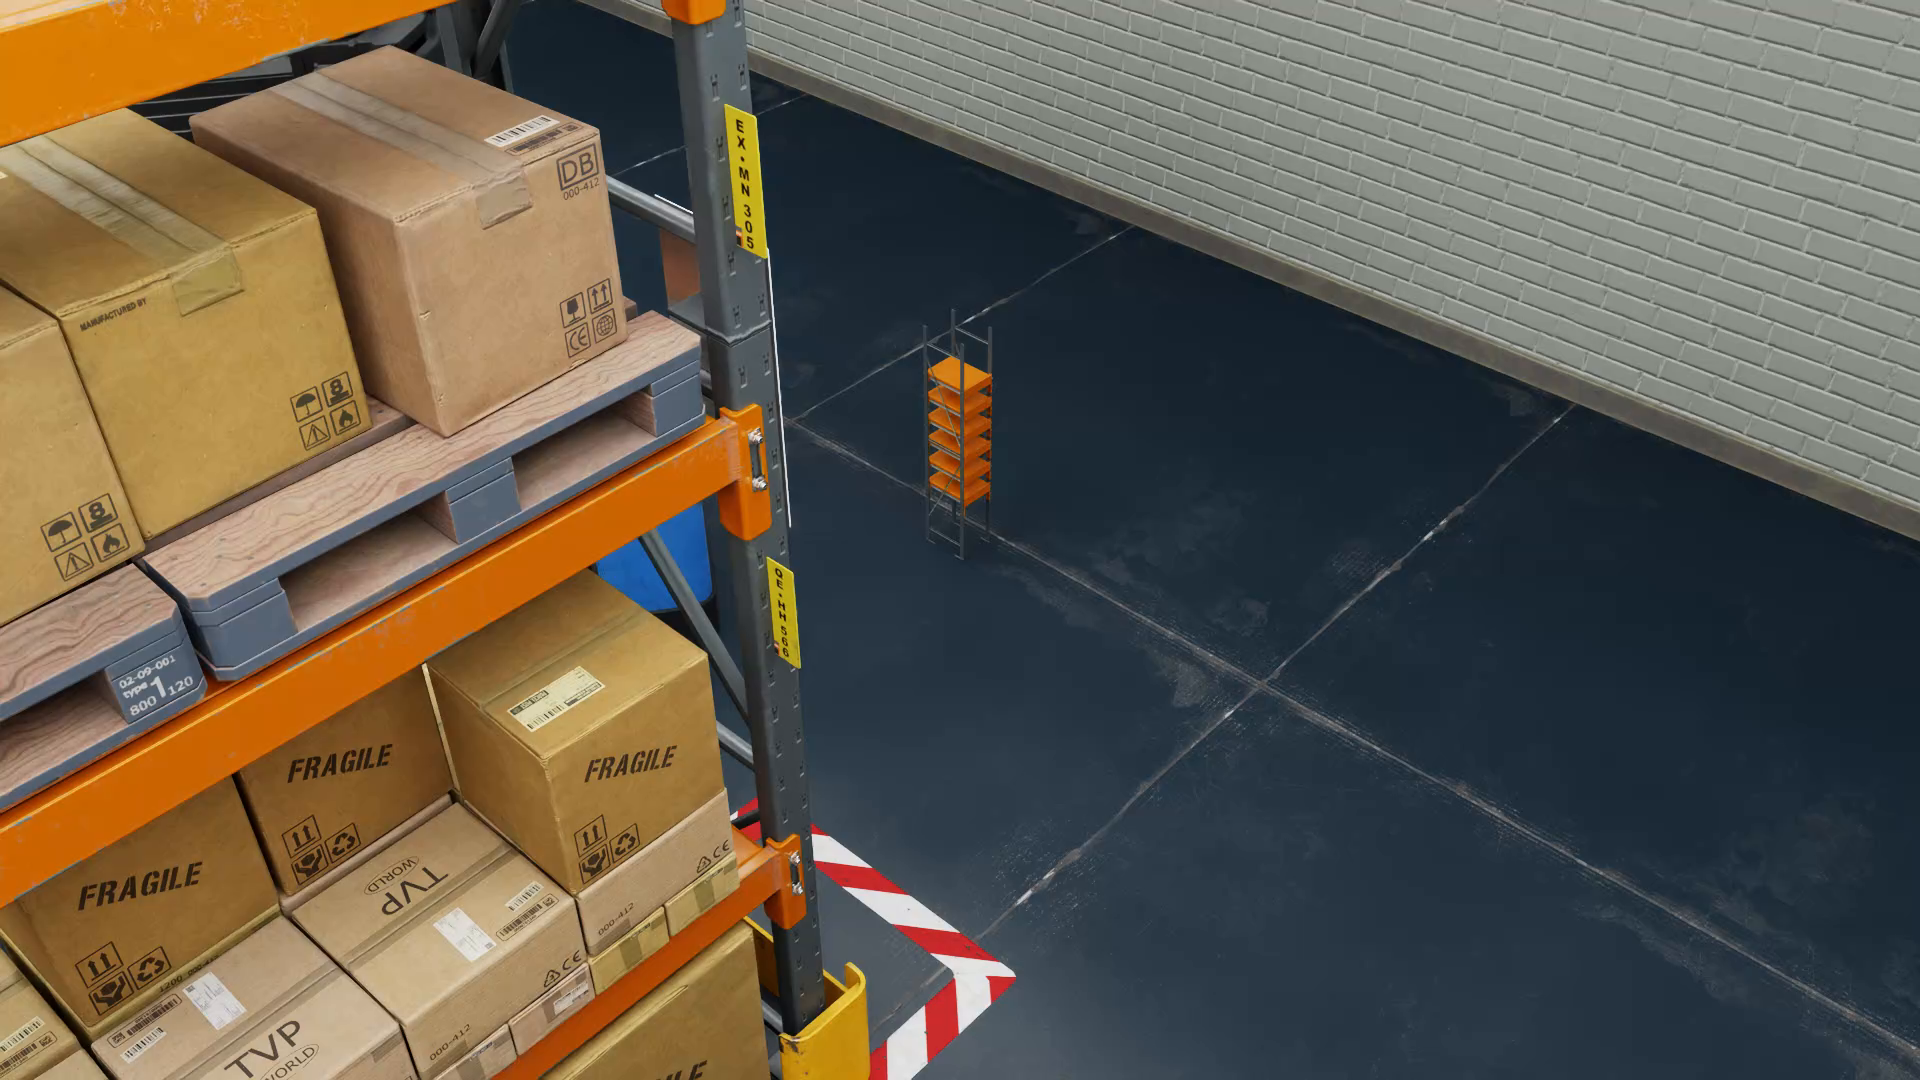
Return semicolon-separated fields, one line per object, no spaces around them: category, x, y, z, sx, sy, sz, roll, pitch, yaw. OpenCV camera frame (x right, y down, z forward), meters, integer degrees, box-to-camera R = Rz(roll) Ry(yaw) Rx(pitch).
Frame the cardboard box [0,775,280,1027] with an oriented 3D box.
cardboard box;-2.050;0.727;3.989;0.500;0.500;0.500;28;46;31

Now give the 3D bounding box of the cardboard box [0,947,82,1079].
cardboard box;-2.403;1.263;3.917;0.500;0.250;0.500;29;47;31

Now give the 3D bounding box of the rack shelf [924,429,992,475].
rack shelf;-0.010;-0.428;7.679;0.258;0.103;0.180;30;47;32

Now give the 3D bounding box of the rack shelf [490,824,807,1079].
rack shelf;-2.194;1.701;4.063;1.077;0.370;4.000;30;47;32

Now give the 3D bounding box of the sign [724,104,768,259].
sign;-0.454;-0.755;3.515;0.100;0.325;0.005;30;47;32

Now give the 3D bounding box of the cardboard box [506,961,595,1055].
cardboard box;-1.187;1.136;4.396;0.380;0.149;0.250;30;47;32

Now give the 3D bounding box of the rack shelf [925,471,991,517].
rack shelf;-0.010;-0.240;7.829;0.258;0.103;0.180;30;47;32

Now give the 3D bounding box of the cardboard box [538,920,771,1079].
cardboard box;-1.217;1.495;5.113;0.875;0.875;0.875;30;47;32

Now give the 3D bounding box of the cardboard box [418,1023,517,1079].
cardboard box;-1.356;1.250;4.253;0.380;0.149;0.250;31;48;33

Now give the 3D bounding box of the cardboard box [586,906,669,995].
cardboard box;-1.016;1.021;4.542;0.380;0.149;0.250;30;47;32

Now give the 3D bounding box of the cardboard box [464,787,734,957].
cardboard box;-0.976;0.777;4.528;0.500;0.250;0.500;29;47;31

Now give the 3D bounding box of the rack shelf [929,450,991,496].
rack shelf;-0.010;-0.334;7.754;0.258;0.103;0.180;30;47;32

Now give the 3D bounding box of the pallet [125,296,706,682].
pallet;-1.338;-0.294;3.654;1.003;0.211;1.213;30;47;32

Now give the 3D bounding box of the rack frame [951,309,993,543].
rack frame;0.052;-0.505;7.705;0.240;1.200;0.006;30;47;32

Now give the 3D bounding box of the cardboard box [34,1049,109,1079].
cardboard box;-2.010;1.485;3.638;0.500;0.250;0.500;30;47;32

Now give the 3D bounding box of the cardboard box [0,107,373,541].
cardboard box;-1.625;-0.447;3.277;0.700;0.500;0.500;28;46;30

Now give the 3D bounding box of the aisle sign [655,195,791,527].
aisle sign;-0.575;-0.424;4.068;0.394;0.787;0.004;30;47;32

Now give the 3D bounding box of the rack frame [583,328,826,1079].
rack frame;-0.845;0.500;4.994;1.000;3.000;0.127;30;47;32

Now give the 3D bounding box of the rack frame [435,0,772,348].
rack frame;-0.845;-1.848;3.127;1.000;3.000;0.127;30;47;32

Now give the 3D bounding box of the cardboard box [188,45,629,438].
cardboard box;-1.156;-0.655;3.539;0.700;0.500;0.500;27;46;29

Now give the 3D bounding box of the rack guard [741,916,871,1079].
rack guard;-0.829;1.468;5.786;1.175;0.500;0.348;30;47;32

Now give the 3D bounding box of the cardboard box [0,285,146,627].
cardboard box;-1.938;-0.189;2.953;0.700;0.500;0.500;26;45;29

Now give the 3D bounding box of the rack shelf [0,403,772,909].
rack shelf;-2.194;0.527;3.129;1.077;0.370;4.000;30;47;32

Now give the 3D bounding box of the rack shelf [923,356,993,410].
rack shelf;-0.010;-0.710;7.455;0.258;0.103;0.180;30;47;32

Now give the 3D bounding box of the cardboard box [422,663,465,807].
cardboard box;-1.368;0.550;4.813;0.500;0.250;0.500;28;46;31

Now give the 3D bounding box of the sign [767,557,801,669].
sign;-0.454;0.189;4.265;0.100;0.325;0.005;30;47;32

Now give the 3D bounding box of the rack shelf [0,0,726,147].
rack shelf;-2.194;-0.491;2.320;1.077;0.370;4.000;30;47;32

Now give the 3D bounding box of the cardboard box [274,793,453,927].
cardboard box;-1.714;0.791;4.510;0.500;0.250;0.500;29;47;31

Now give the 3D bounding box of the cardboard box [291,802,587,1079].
cardboard box;-1.319;1.010;4.235;0.500;0.250;0.500;29;47;31

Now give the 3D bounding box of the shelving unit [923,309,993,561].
shelving unit;-0.010;-0.463;7.652;0.258;1.200;0.189;30;47;32

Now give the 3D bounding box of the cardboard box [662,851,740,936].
cardboard box;-0.842;0.901;4.693;0.380;0.149;0.250;31;48;33

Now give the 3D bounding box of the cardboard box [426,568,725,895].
cardboard box;-0.979;0.483;4.295;0.500;0.500;0.500;30;47;32

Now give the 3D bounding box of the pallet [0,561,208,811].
pallet;-2.161;0.269;2.946;1.003;0.211;1.213;30;47;32

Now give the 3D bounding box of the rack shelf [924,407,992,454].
rack shelf;-0.010;-0.522;7.605;0.258;0.103;0.180;30;47;32

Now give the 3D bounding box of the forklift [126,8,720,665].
forklift;-2.640;-0.736;6.604;3.031;2.935;1.130;-8;39;-10

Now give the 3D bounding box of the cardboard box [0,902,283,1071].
cardboard box;-2.055;1.021;4.221;0.500;0.250;0.500;28;46;31

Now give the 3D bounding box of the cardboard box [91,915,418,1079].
cardboard box;-1.662;1.244;3.941;0.500;0.250;0.500;28;46;31

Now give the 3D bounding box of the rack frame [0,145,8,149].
rack frame;-4.501;-1.579;7.610;1.000;3.000;0.127;30;47;32

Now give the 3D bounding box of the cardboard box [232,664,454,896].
cardboard box;-1.705;0.486;4.291;0.500;0.500;0.500;28;47;31

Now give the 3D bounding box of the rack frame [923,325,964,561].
rack frame;-0.071;-0.421;7.599;0.240;1.200;0.006;30;47;32

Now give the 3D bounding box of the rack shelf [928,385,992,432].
rack shelf;-0.010;-0.616;7.530;0.258;0.103;0.180;30;47;32

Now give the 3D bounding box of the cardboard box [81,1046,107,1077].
cardboard box;-2.193;1.215;4.297;0.380;0.149;0.250;29;47;31
